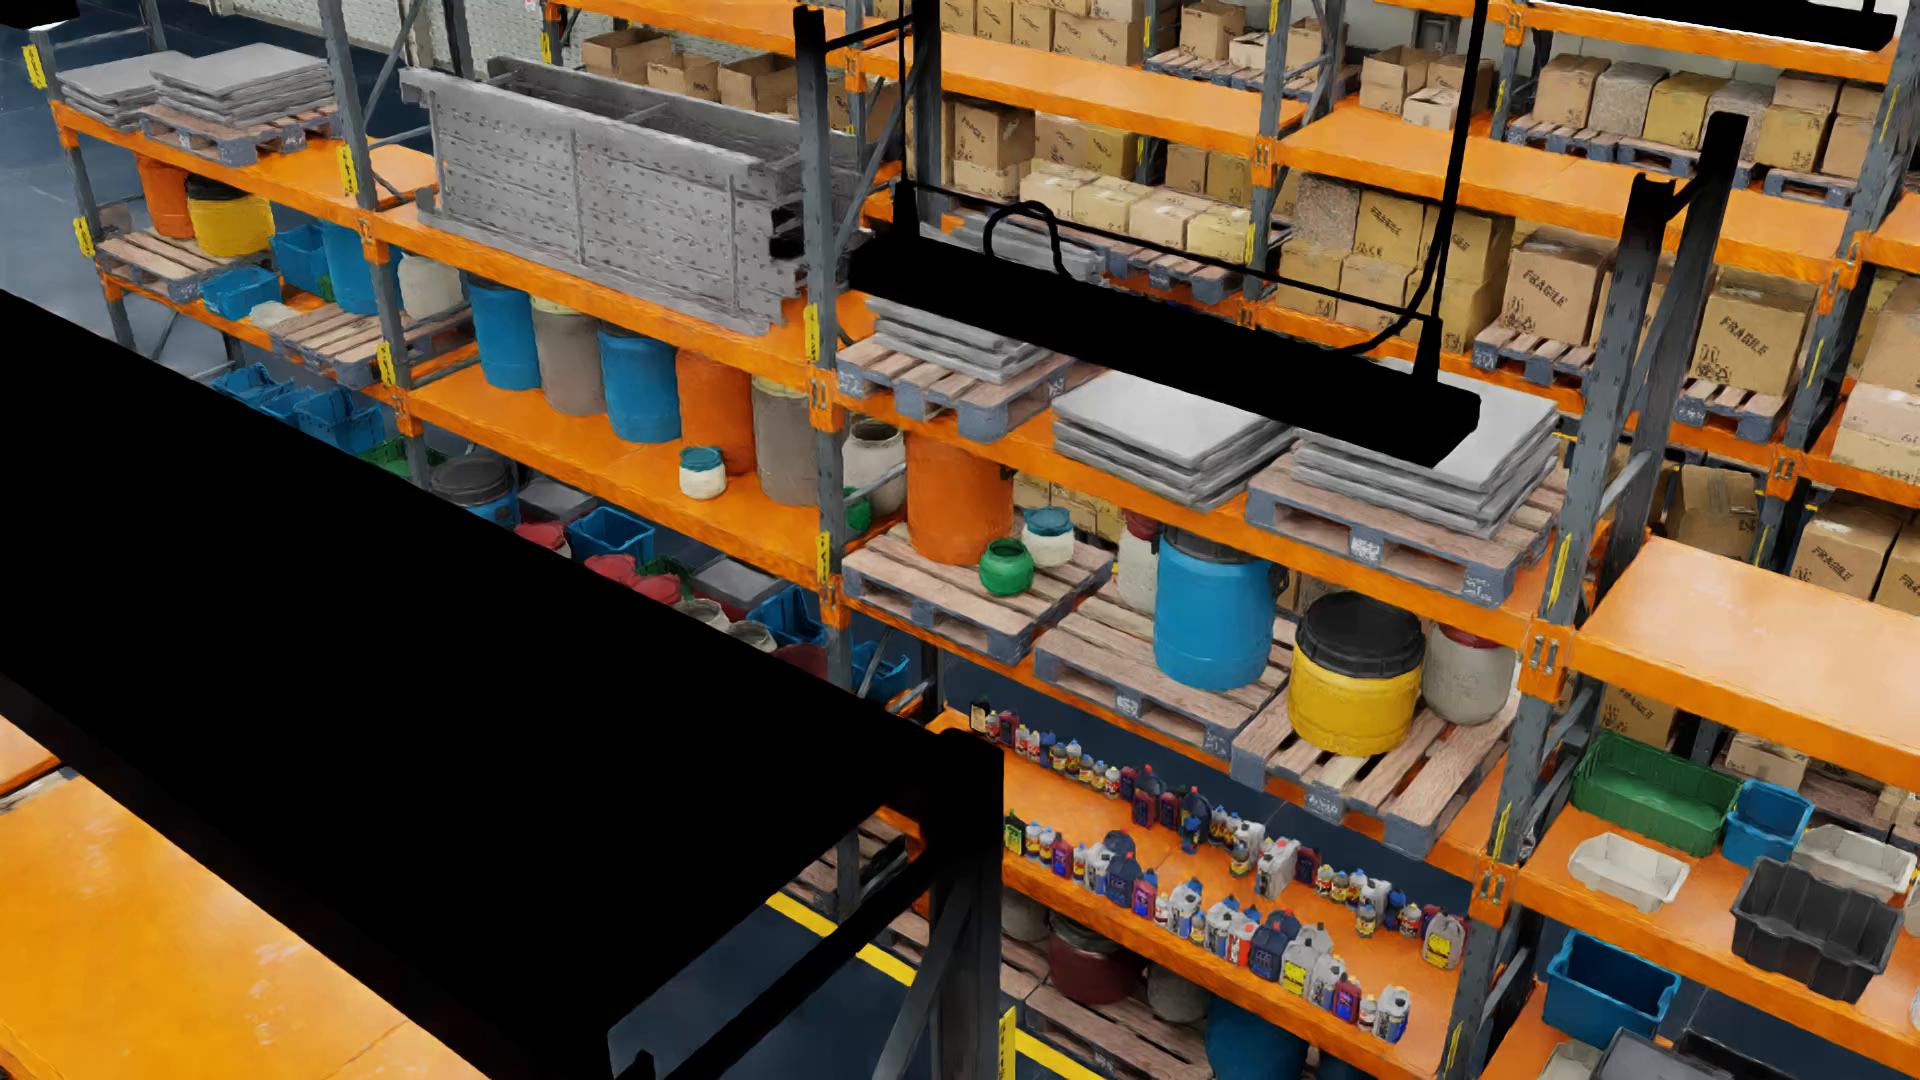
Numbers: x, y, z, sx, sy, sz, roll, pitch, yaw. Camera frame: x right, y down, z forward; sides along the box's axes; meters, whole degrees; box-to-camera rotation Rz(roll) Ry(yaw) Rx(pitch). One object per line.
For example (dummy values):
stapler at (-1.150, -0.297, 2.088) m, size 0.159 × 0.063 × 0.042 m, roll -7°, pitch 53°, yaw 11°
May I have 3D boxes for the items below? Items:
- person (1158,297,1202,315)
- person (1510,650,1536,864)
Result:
person at (2.261, -2.195, 17.357) m, size 0.495 × 1.582 × 0.404 m, roll 5°, pitch 32°, yaw 7°
person at (3.592, 1.371, 11.368) m, size 1.044 × 1.736 × 0.564 m, roll 21°, pitch 37°, yaw 30°
